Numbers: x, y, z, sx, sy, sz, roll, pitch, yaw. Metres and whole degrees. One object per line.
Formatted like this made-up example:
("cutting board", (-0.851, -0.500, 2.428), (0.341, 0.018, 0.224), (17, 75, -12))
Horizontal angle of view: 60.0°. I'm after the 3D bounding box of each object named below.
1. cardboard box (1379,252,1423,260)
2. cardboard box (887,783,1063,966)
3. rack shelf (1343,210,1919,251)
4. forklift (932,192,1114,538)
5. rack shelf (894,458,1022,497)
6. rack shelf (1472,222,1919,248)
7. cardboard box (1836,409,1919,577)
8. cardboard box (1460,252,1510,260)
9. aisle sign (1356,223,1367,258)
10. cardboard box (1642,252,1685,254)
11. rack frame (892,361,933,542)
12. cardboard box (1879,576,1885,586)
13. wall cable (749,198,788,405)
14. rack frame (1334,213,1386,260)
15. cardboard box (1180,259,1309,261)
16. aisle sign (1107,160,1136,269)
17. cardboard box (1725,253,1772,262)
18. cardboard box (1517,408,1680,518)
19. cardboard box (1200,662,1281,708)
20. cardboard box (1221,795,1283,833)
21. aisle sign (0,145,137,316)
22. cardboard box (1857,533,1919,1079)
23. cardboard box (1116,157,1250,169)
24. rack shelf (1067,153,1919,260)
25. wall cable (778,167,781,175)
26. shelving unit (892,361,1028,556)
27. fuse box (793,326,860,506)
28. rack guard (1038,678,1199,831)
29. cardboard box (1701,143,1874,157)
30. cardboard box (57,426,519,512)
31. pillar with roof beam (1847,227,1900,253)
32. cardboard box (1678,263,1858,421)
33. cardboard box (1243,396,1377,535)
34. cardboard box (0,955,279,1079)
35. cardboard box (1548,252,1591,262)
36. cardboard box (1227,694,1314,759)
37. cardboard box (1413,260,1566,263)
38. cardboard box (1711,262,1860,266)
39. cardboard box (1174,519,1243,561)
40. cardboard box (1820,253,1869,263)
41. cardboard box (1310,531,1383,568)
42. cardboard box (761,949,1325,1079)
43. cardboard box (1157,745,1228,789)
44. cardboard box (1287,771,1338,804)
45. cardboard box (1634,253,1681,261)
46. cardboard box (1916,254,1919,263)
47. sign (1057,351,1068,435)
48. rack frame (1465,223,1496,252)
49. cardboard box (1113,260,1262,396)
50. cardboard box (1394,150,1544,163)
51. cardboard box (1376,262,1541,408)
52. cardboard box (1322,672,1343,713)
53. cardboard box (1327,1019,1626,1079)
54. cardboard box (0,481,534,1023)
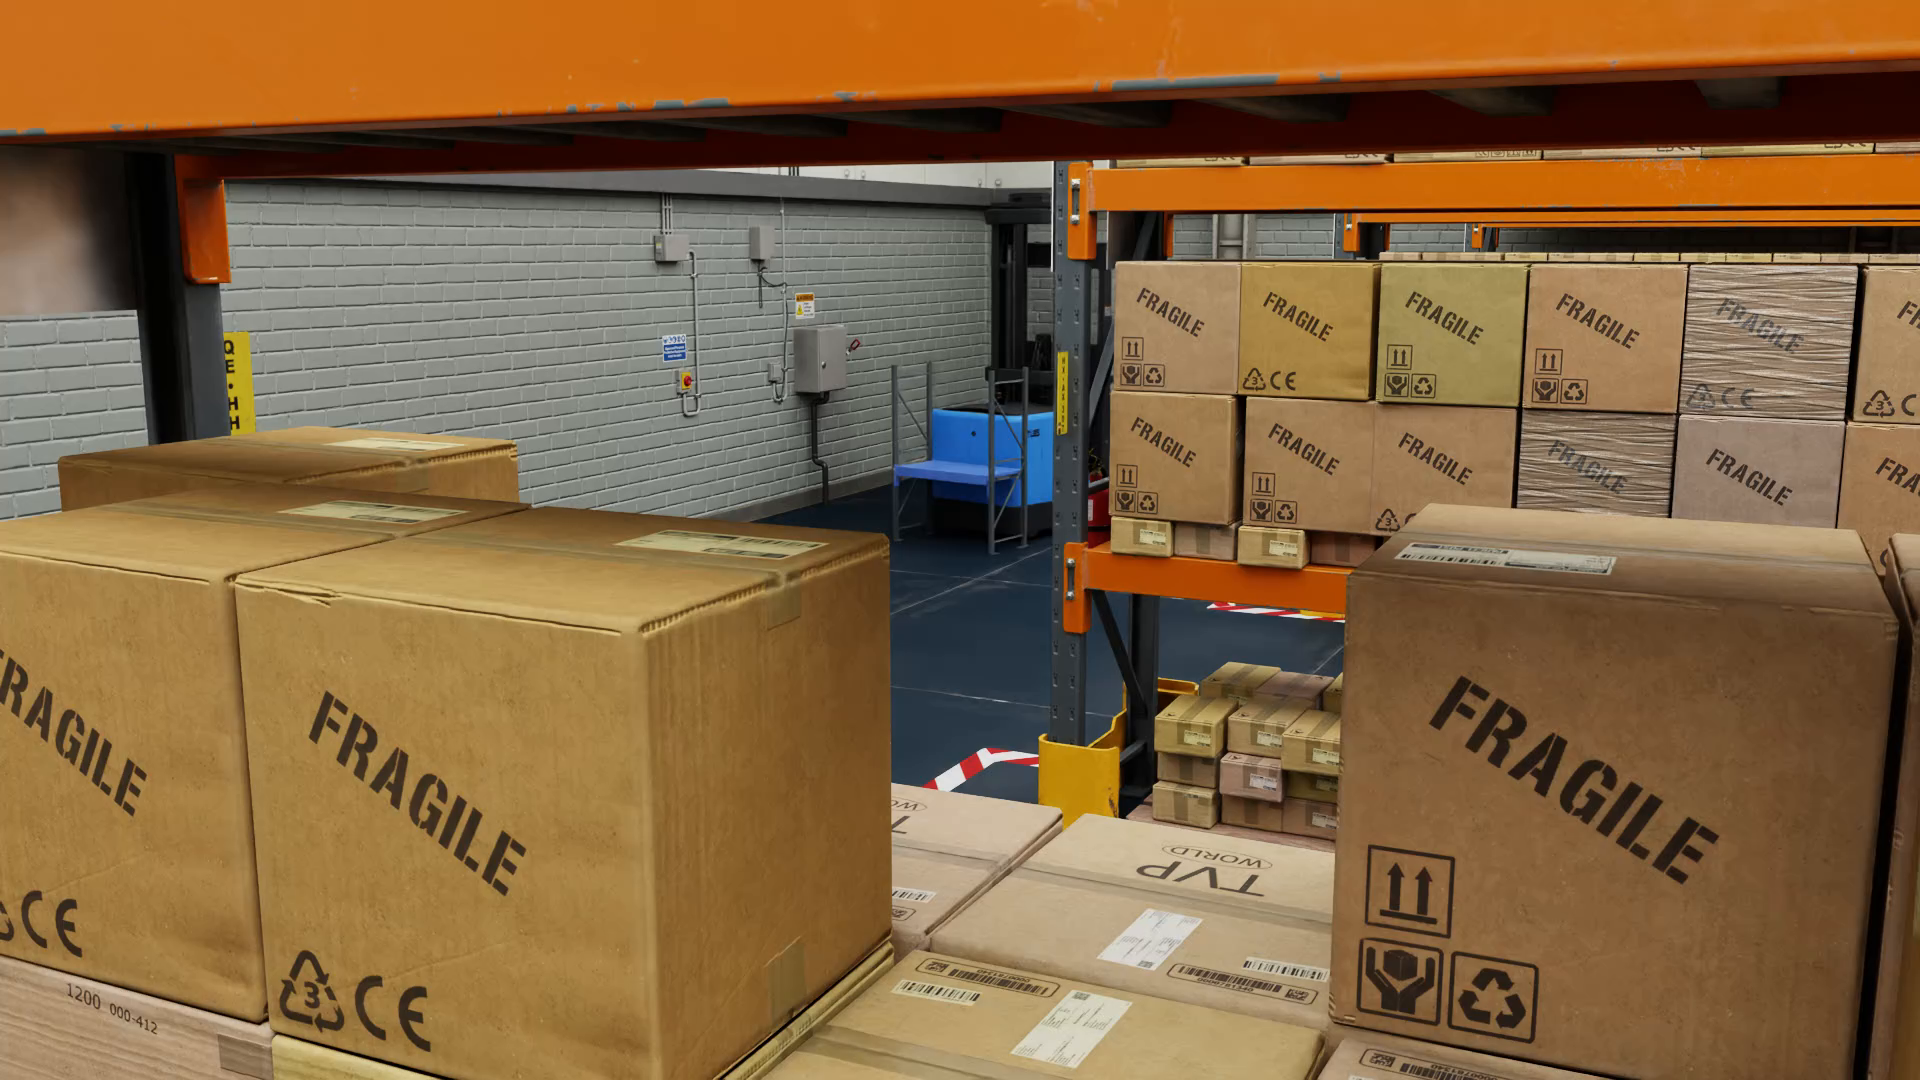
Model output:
("cardboard box", (2.944, -1.830, 11.008), (0.250, 0.149, 0.380), (5, 12, 27))
("cardboard box", (-0.174, 0.544, 2.385), (0.500, 0.250, 0.500), (5, 11, 24))
("rack shelf", (4.542, -2.006, 10.489), (4.000, 0.370, 1.077), (5, 11, 26))
("forklift", (1.051, -1.668, 15.217), (1.130, 2.935, 3.031), (9, 13, 40))
("rack shelf", (-0.005, -0.525, 13.931), (1.000, 0.185, 0.538), (8, 13, 37))
("rack shelf", (6.734, -2.799, 14.871), (4.000, 0.370, 1.077), (5, 11, 26))
("cardboard box", (3.212, -0.158, 5.562), (0.500, 0.500, 0.500), (5, 11, 24))
("cardboard box", (3.393, -1.782, 10.742), (0.250, 0.149, 0.380), (5, 12, 28))
("aisle sign", (2.821, -2.376, 11.636), (0.004, 0.787, 0.394), (5, 11, 26))
("cardboard box", (4.554, -1.790, 10.789), (0.250, 0.149, 0.380), (5, 12, 28))
("rack frame", (-0.405, -0.758, 14.208), (0.032, 1.500, 0.500), (8, 13, 37))
("cardboard box", (3.182, 0.146, 5.707), (0.250, 0.149, 0.380), (5, 11, 24))
("wall cable", (-1.702, -2.210, 15.163), (0.122, 1.984, 0.588), (5, 11, 26))
("rack frame", (2.748, -1.042, 11.563), (0.127, 3.000, 1.000), (5, 11, 26))
("cardboard box", (1.169, -0.934, 7.046), (0.500, 0.500, 0.500), (5, 11, 25))
("aisle sign", (0.716, -1.576, 7.216), (0.004, 0.787, 0.394), (5, 11, 26))
("cardboard box", (4.800, -1.671, 10.131), (0.250, 0.149, 0.380), (5, 11, 25))
("cardboard box", (2.313, -0.241, 6.024), (0.500, 0.500, 0.500), (5, 11, 24))
("cardboard box", (1.235, 0.662, 7.307), (0.250, 0.149, 0.380), (5, 11, 26))
("cardboard box", (1.248, 1.053, 6.815), (0.250, 0.149, 0.380), (5, 11, 26))
("aisle sign", (-1.569, -0.792, 2.882), (0.004, 0.787, 0.394), (5, 11, 26))
("cardboard box", (1.196, 0.296, 1.652), (0.500, 0.500, 0.500), (5, 11, 26))
("cardboard box", (0.938, -1.569, 6.476), (0.500, 0.250, 0.500), (5, 12, 28))
("rack shelf", (2.442, -1.207, 6.077), (4.000, 0.370, 1.077), (5, 11, 26))
("wall cable", (-2.143, -4.517, 13.919), (0.029, 3.000, 2.355), (5, 11, 26))
("shelving unit", (-0.005, -0.702, 13.899), (1.048, 1.500, 0.538), (8, 13, 37))
("fuse box", (-1.259, -1.172, 15.902), (0.414, 1.711, 0.539), (5, 11, 26))
("rack guard", (0.716, 0.993, 7.340), (0.348, 0.500, 1.175), (5, 11, 26))
("cardboard box", (2.778, -1.407, 5.579), (0.500, 0.250, 0.500), (5, 11, 25))
("cardboard box", (-1.084, 0.096, 2.758), (0.500, 0.500, 0.500), (5, 11, 27))
("pillar with roof beam", (6.398, -3.983, 10.968), (0.400, 9.000, 9.100), (5, 11, 26))
("cardboard box", (2.776, -0.692, 5.706), (0.500, 0.500, 0.500), (5, 12, 27))
("cardboard box", (1.420, -0.321, 6.465), (0.500, 0.500, 0.500), (5, 11, 26))
("cardboard box", (-0.857, 0.589, 2.137), (0.500, 0.250, 0.500), (5, 11, 25))
("cardboard box", (3.896, -1.752, 10.576), (0.250, 0.149, 0.380), (5, 11, 26))
("cardboard box", (1.268, 0.758, 6.772), (0.250, 0.149, 0.380), (5, 12, 27))
("cardboard box", (2.093, -0.855, 6.607), (0.500, 0.500, 0.500), (6, 12, 29))
("cardboard box", (3.029, -0.773, 6.155), (0.500, 0.500, 0.500), (5, 12, 27))
("cardboard box", (1.040, -0.028, 6.668), (0.250, 0.149, 0.380), (5, 12, 28))
("cardboard box", (5.275, -1.637, 9.941), (0.250, 0.149, 0.380), (5, 11, 25))
("cardboard box", (1.551, 0.000, 6.512), (0.250, 0.149, 0.380), (6, 12, 28))
("cardboard box", (0.062, 0.670, 1.692), (0.500, 0.250, 0.500), (5, 11, 25))
("cardboard box", (1.005, 0.889, 6.886), (0.250, 0.149, 0.380), (6, 12, 28))
("cardboard box", (1.484, 0.925, 6.688), (0.250, 0.149, 0.380), (5, 11, 27))
("cardboard box", (4.316, -1.701, 10.296), (0.250, 0.149, 0.380), (5, 11, 24))
("cardboard box", (5.730, -1.598, 9.729), (0.250, 0.149, 0.380), (5, 12, 27))
("sign", (0.408, -0.582, 6.595), (0.005, 0.325, 0.100), (5, 11, 26))
("rack frame", (4.941, -1.835, 15.945), (0.127, 3.000, 1.000), (5, 11, 26))
("cardboard box", (0.933, -0.853, 6.596), (0.500, 0.500, 0.500), (5, 11, 25))
("cardboard box", (1.876, -1.488, 6.030), (0.500, 0.250, 0.500), (5, 11, 24))
("cardboard box", (1.845, -0.770, 6.136), (0.500, 0.500, 0.500), (5, 11, 25))
("cardboard box", (1.724, 0.691, 7.147), (0.250, 0.149, 0.380), (5, 11, 25))
("cardboard box", (0.734, 0.625, 1.940), (0.500, 0.250, 0.500), (5, 12, 27))
("cardboard box", (-0.878, 0.220, 2.073), (0.500, 0.500, 0.500), (5, 11, 24))
